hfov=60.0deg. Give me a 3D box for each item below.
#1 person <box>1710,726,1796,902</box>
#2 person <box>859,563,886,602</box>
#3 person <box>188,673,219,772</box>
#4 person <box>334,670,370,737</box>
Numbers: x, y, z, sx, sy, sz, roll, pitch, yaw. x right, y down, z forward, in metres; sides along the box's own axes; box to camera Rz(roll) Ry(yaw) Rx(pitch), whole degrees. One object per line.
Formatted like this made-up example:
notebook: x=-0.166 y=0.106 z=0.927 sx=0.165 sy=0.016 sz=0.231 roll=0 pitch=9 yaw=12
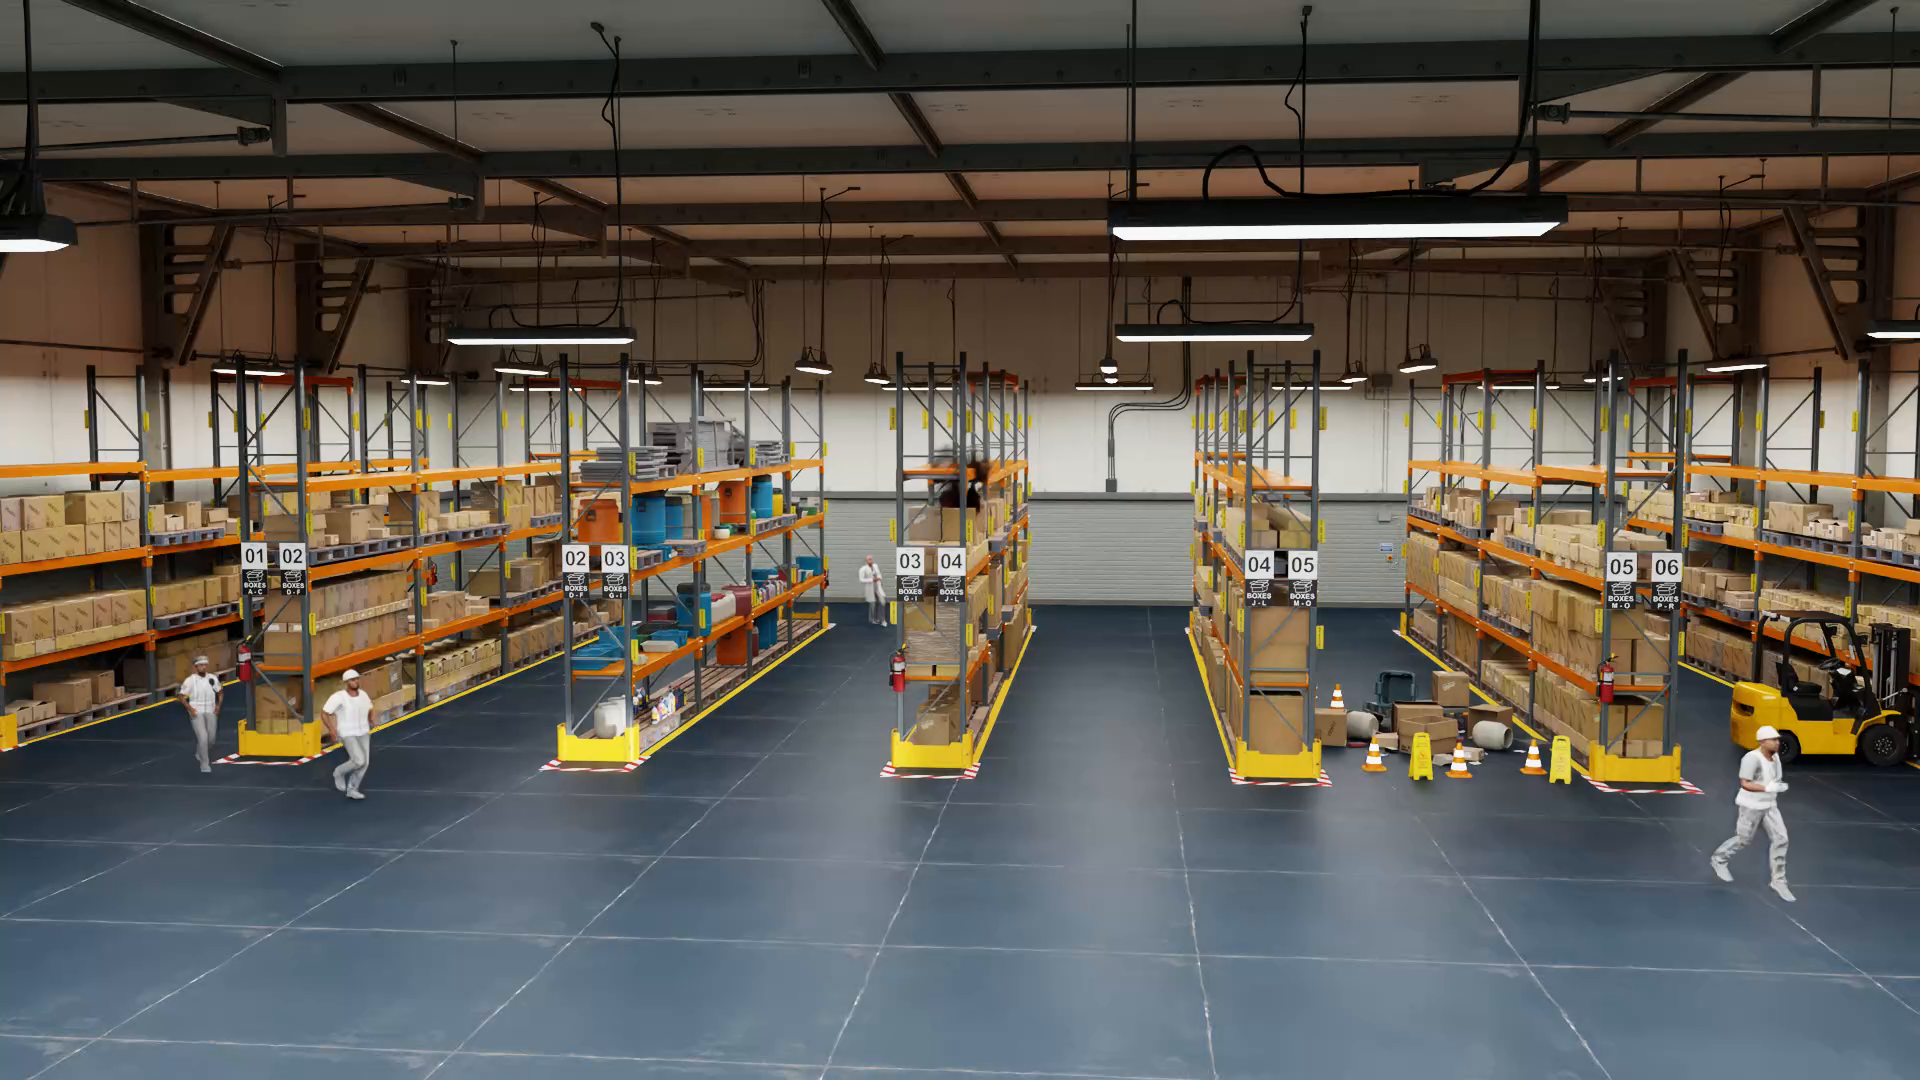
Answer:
person: x=8.450 y=2.860 z=17.685 sx=0.462 sy=1.819 sz=0.965 roll=-3 pitch=5 yaw=-33
person: x=-2.179 y=1.032 z=40.574 sx=0.687 sy=0.949 sz=0.543 roll=-2 pitch=5 yaw=-31
person: x=-10.920 y=2.640 z=23.952 sx=0.409 sy=1.325 sz=0.664 roll=-4 pitch=6 yaw=-43
person: x=-8.059 y=2.162 z=22.068 sx=0.331 sy=0.889 sz=0.435 roll=3 pitch=5 yaw=32
